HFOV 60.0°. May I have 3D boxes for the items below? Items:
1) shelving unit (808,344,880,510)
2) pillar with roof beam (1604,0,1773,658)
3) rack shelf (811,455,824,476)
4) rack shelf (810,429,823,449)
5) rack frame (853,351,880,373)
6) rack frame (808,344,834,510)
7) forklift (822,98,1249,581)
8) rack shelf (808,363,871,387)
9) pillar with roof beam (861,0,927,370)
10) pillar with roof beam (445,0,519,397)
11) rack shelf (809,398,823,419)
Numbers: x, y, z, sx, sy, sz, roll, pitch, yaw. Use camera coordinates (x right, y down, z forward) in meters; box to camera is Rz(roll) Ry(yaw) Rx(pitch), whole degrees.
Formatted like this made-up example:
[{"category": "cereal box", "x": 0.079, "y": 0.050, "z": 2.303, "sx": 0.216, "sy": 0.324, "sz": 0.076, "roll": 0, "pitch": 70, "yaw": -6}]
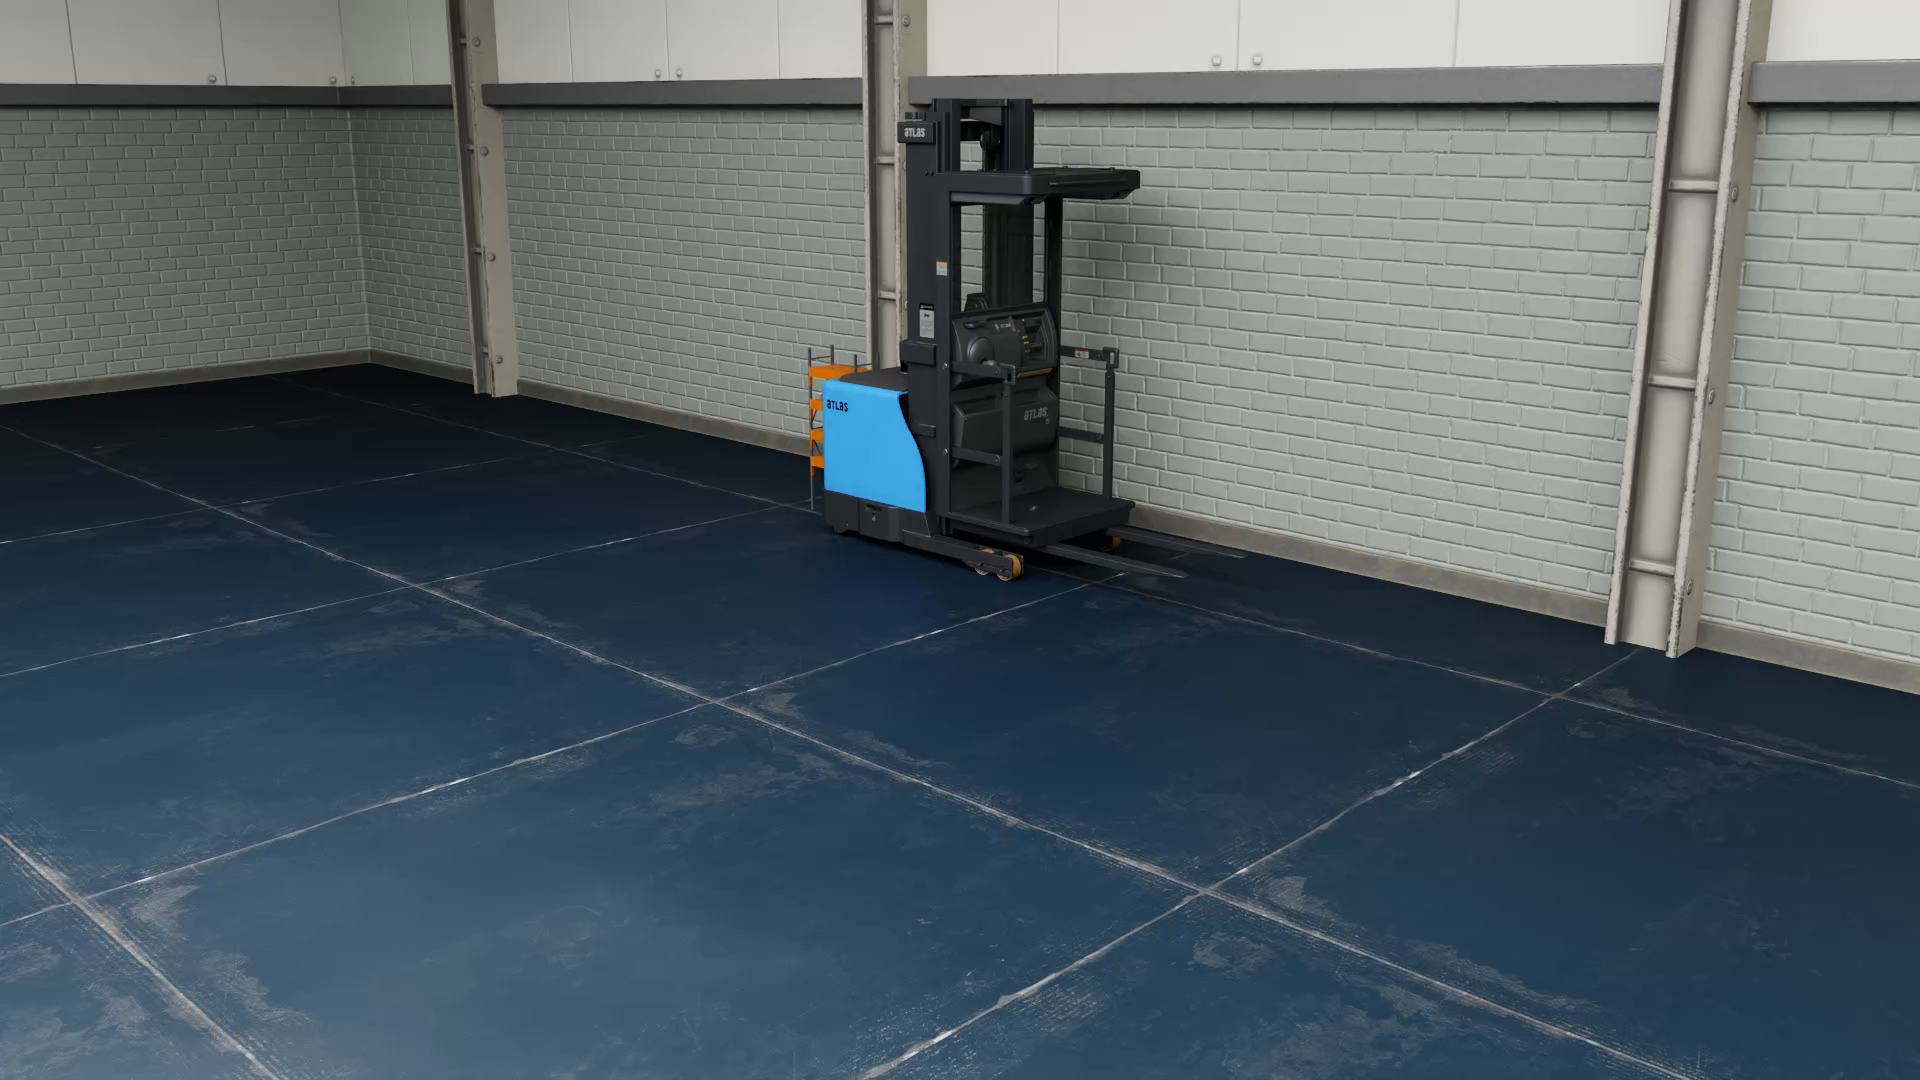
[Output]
[{"category": "shelving unit", "x": -0.835, "y": -0.784, "z": 12.061, "sx": 0.503, "sy": 1.200, "sz": 0.258, "roll": 14, "pitch": 20, "yaw": 42}, {"category": "pillar with roof beam", "x": 0.842, "y": -2.997, "z": 5.089, "sx": 0.400, "sy": 9.000, "sz": 9.100, "roll": 14, "pitch": 20, "yaw": 42}, {"category": "rack shelf", "x": -0.835, "y": -0.527, "z": 12.128, "sx": 0.480, "sy": 0.148, "sz": 0.258, "roll": 14, "pitch": 20, "yaw": 42}, {"category": "rack shelf", "x": -0.835, "y": -0.719, "z": 12.078, "sx": 0.480, "sy": 0.148, "sz": 0.258, "roll": 14, "pitch": 20, "yaw": 42}, {"category": "rack frame", "x": -0.660, "y": -0.741, "z": 11.897, "sx": 0.015, "sy": 1.200, "sz": 0.240, "roll": 14, "pitch": 20, "yaw": 42}, {"category": "rack frame", "x": -1.011, "y": -0.827, "z": 12.225, "sx": 0.015, "sy": 1.200, "sz": 0.240, "roll": 14, "pitch": 20, "yaw": 42}, {"category": "forklift", "x": 0.448, "y": -1.309, "z": 10.644, "sx": 3.031, "sy": 2.935, "sz": 1.130, "roll": 14, "pitch": 20, "yaw": 42}, {"category": "rack shelf", "x": -0.835, "y": -1.164, "z": 11.962, "sx": 0.480, "sy": 0.148, "sz": 0.258, "roll": 14, "pitch": 20, "yaw": 42}, {"category": "pillar with roof beam", "x": -3.478, "y": -4.048, "z": 9.119, "sx": 0.400, "sy": 9.000, "sz": 9.100, "roll": 14, "pitch": 20, "yaw": 42}, {"category": "pillar with roof beam", "x": -7.797, "y": -5.098, "z": 13.149, "sx": 0.400, "sy": 9.000, "sz": 9.100, "roll": 14, "pitch": 20, "yaw": 42}, {"category": "rack shelf", "x": -0.835, "y": -0.935, "z": 12.022, "sx": 0.480, "sy": 0.148, "sz": 0.258, "roll": 14, "pitch": 20, "yaw": 42}]
